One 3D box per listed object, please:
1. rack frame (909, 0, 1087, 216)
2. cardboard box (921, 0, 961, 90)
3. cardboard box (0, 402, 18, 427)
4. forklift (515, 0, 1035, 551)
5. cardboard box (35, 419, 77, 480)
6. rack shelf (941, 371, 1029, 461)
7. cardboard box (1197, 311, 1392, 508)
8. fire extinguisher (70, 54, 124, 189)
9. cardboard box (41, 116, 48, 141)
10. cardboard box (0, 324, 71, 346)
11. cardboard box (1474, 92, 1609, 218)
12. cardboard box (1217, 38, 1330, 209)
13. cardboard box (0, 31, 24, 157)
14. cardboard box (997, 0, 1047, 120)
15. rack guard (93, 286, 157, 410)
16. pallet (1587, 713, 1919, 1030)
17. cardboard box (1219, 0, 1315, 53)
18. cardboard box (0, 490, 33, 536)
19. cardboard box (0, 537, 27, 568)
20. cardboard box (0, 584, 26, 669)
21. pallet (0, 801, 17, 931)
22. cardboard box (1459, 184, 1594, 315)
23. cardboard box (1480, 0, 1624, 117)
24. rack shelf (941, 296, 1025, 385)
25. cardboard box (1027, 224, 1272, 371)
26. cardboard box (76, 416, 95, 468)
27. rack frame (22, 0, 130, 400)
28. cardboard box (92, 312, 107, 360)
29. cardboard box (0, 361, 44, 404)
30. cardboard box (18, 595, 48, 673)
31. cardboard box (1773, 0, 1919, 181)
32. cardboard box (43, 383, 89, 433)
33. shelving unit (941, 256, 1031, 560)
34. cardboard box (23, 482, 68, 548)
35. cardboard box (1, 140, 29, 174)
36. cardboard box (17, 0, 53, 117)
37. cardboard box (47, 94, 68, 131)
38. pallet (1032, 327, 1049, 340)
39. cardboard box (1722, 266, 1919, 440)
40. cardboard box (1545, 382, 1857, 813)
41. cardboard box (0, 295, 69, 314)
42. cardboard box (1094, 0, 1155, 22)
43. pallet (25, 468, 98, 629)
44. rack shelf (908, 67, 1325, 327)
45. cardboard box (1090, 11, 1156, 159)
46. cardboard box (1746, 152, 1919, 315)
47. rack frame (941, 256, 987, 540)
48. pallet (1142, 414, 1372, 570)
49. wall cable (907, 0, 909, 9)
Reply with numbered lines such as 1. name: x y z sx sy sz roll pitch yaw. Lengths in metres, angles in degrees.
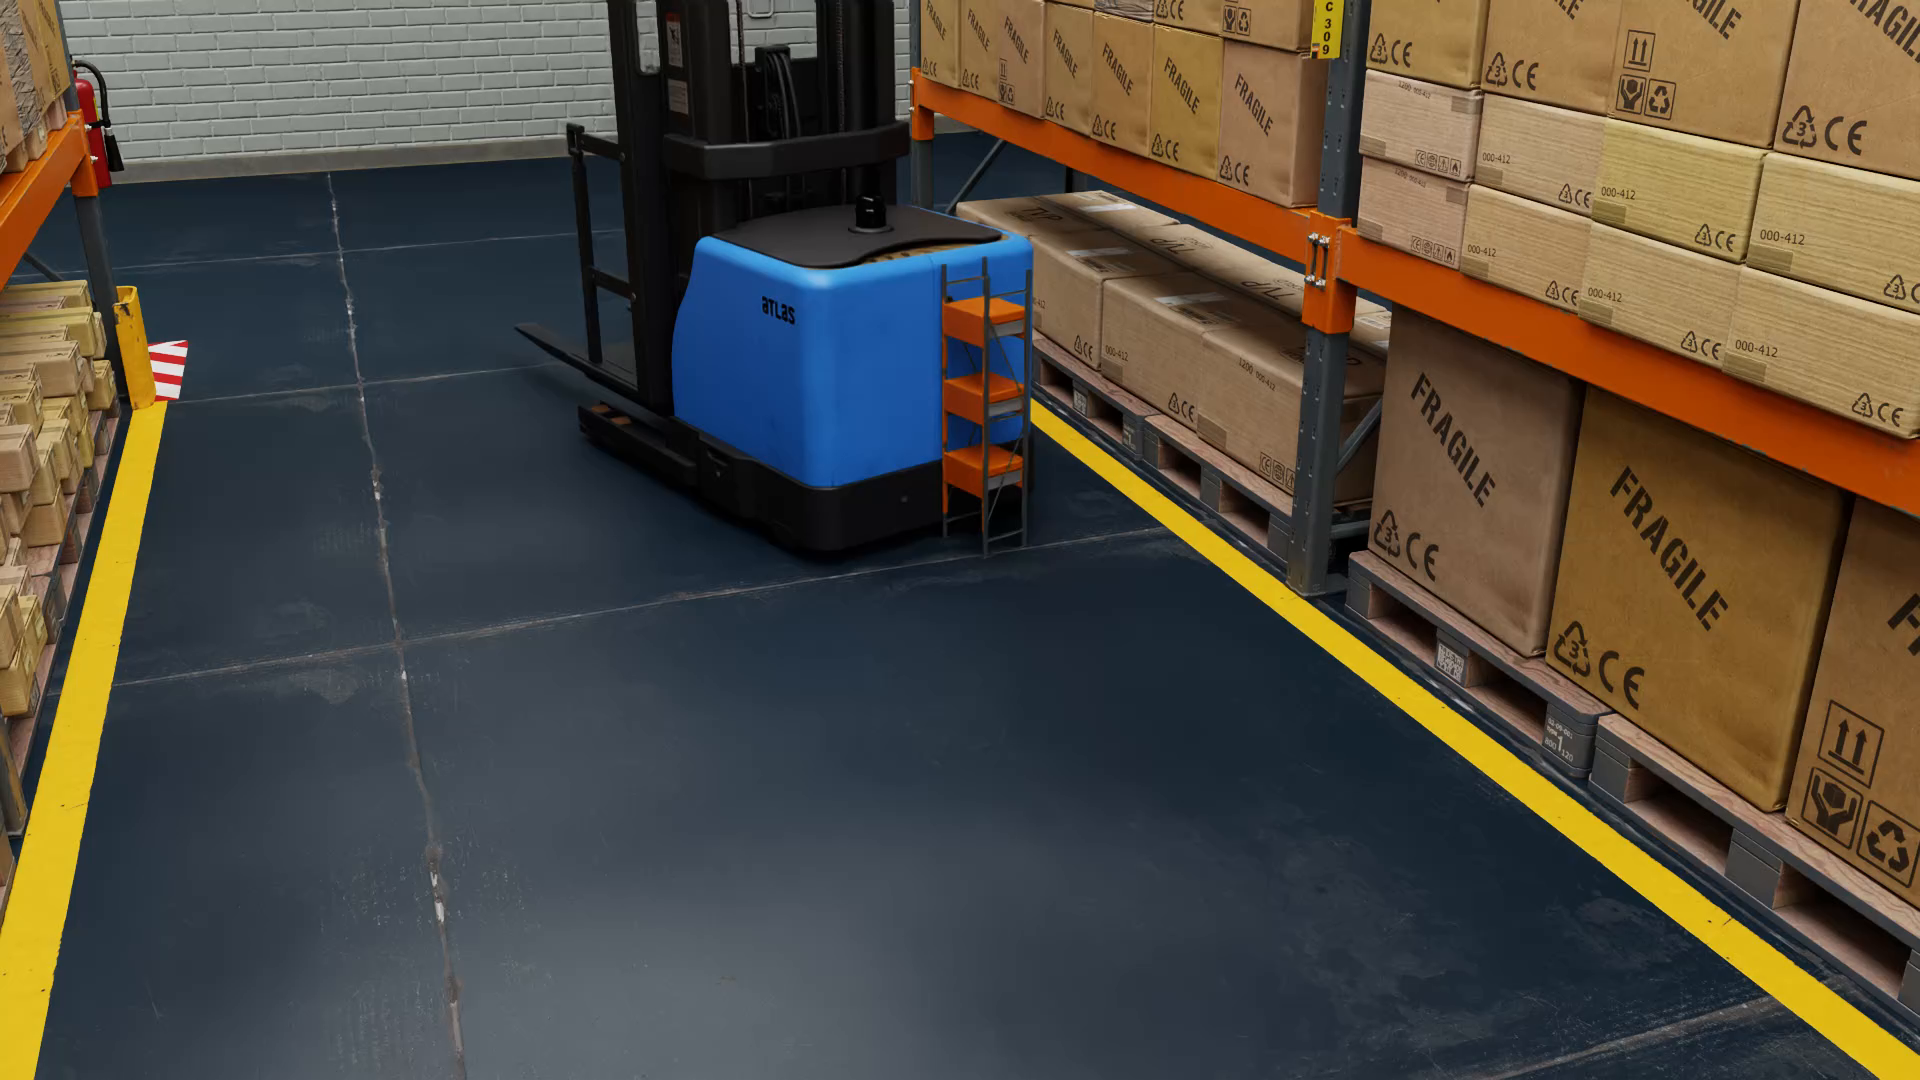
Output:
1. rack frame: 0.222 -2.719 8.839 1.000 3.000 0.127 -8 24 -19
2. cardboard box: 0.123 -2.551 8.312 0.500 0.500 0.500 -9 24 -19
3. cardboard box: -3.366 -0.333 5.543 0.380 0.149 0.250 -9 25 -21
4. forklift: -1.007 -1.817 6.788 1.130 2.935 3.031 -17 28 -34
5. cardboard box: -3.343 -0.300 5.847 0.380 0.149 0.250 -8 24 -18
6. rack shelf: 0.090 -0.461 6.020 0.215 0.259 0.240 -17 28 -34
7. cardboard box: 1.513 -0.521 6.383 0.875 0.438 0.875 -9 24 -20
8. fire extinguisher: -4.031 -1.950 7.595 0.296 0.674 0.183 -8 24 -19
9. cardboard box: -3.838 -1.623 6.562 0.380 0.149 0.250 -9 24 -20
10. cardboard box: -3.672 -0.721 6.462 0.380 0.149 0.250 -9 25 -21
11. cardboard box: 1.737 -1.043 4.411 0.500 0.250 0.500 -8 24 -18
12. cardboard box: 1.232 -1.445 5.688 0.500 0.500 0.500 -8 24 -19
13. cardboard box: -3.442 -1.505 5.447 0.500 0.500 0.500 -7 24 -16
14. cardboard box: 0.490 -2.184 7.441 0.500 0.500 0.500 -8 24 -19
15. rack guard: -4.347 -0.824 7.560 1.175 0.500 0.348 -8 24 -19
16. pallet: 2.413 0.734 4.238 1.003 0.211 1.213 -8 24 -19
17. cardboard box: 1.210 -1.906 5.494 0.500 0.500 0.500 -9 24 -19
18. cardboard box: -3.250 -0.107 5.389 0.380 0.149 0.250 -7 24 -17
19. cardboard box: -3.155 0.129 5.212 0.380 0.149 0.250 -9 24 -20
20. cardboard box: -2.789 0.258 4.523 0.380 0.149 0.250 -7 24 -17
21. pallet: -2.684 1.018 3.563 1.003 0.211 1.213 -8 24 -19
22. cardboard box: 1.727 -0.812 4.509 0.500 0.250 0.500 -9 24 -20
23. cardboard box: 1.727 -1.392 4.274 0.500 0.500 0.500 -8 24 -19
24. rack shelf: 0.090 -0.723 5.910 0.215 0.259 0.240 -17 28 -34
25. cardboard box: 0.880 -1.174 7.932 0.875 0.438 0.875 -8 24 -18
26. cardboard box: -3.546 -0.361 6.374 0.380 0.149 0.250 -9 25 -21
27. rack frame: -4.373 -2.003 7.140 1.000 3.000 0.127 -8 24 -19
28. cardboard box: -3.920 -0.867 7.193 0.380 0.149 0.250 -9 24 -20
29. cardboard box: -3.535 -0.520 5.985 0.380 0.149 0.250 -9 25 -21
30. cardboard box: -2.882 0.298 4.812 0.380 0.149 0.250 -8 24 -17
31. cardboard box: 2.090 -1.022 3.398 0.500 0.500 0.500 -9 24 -20
32. cardboard box: -3.540 -0.492 6.303 0.380 0.149 0.250 -8 24 -18
33. shelving unit: 0.090 -0.471 6.016 0.215 1.050 0.252 -17 28 -34
34. cardboard box: -3.285 -0.072 5.688 0.380 0.149 0.250 -9 24 -20
35. cardboard box: -3.661 -1.434 6.113 0.380 0.149 0.250 -9 25 -21
36. cardboard box: -3.797 -1.870 6.314 0.500 0.500 0.500 -9 24 -20
37. cardboard box: -3.994 -1.808 7.000 0.380 0.149 0.250 -8 24 -19
38. pallet: 0.577 -1.154 8.717 1.003 0.211 1.213 -8 24 -19
39. cardboard box: 2.062 -0.441 3.628 0.500 0.250 0.500 -9 24 -20
40. cardboard box: 2.255 0.062 4.437 0.875 0.875 0.875 -8 24 -17
41. cardboard box: -3.914 -0.900 6.888 0.380 0.149 0.250 -8 24 -18
42. cardboard box: 0.850 -2.275 6.370 0.500 0.500 0.500 -8 24 -18
43. pallet: -3.666 0.052 5.854 1.003 0.211 1.213 -8 24 -19
44. rack shelf: 0.928 -1.661 7.254 1.077 0.370 4.000 -8 24 -19
45. cardboard box: 0.854 -1.812 6.558 0.500 0.500 0.500 -9 24 -20
46. cardboard box: 2.071 -0.672 3.532 0.500 0.250 0.500 -9 25 -21
47. rack frame: 0.016 -0.509 6.105 0.200 1.050 0.008 -17 28 -34
48. pallet: 1.439 -0.268 6.613 1.003 0.211 1.213 -8 24 -19
49. wall cable: -0.469 -5.431 13.967 0.588 1.984 0.122 -8 24 -19
